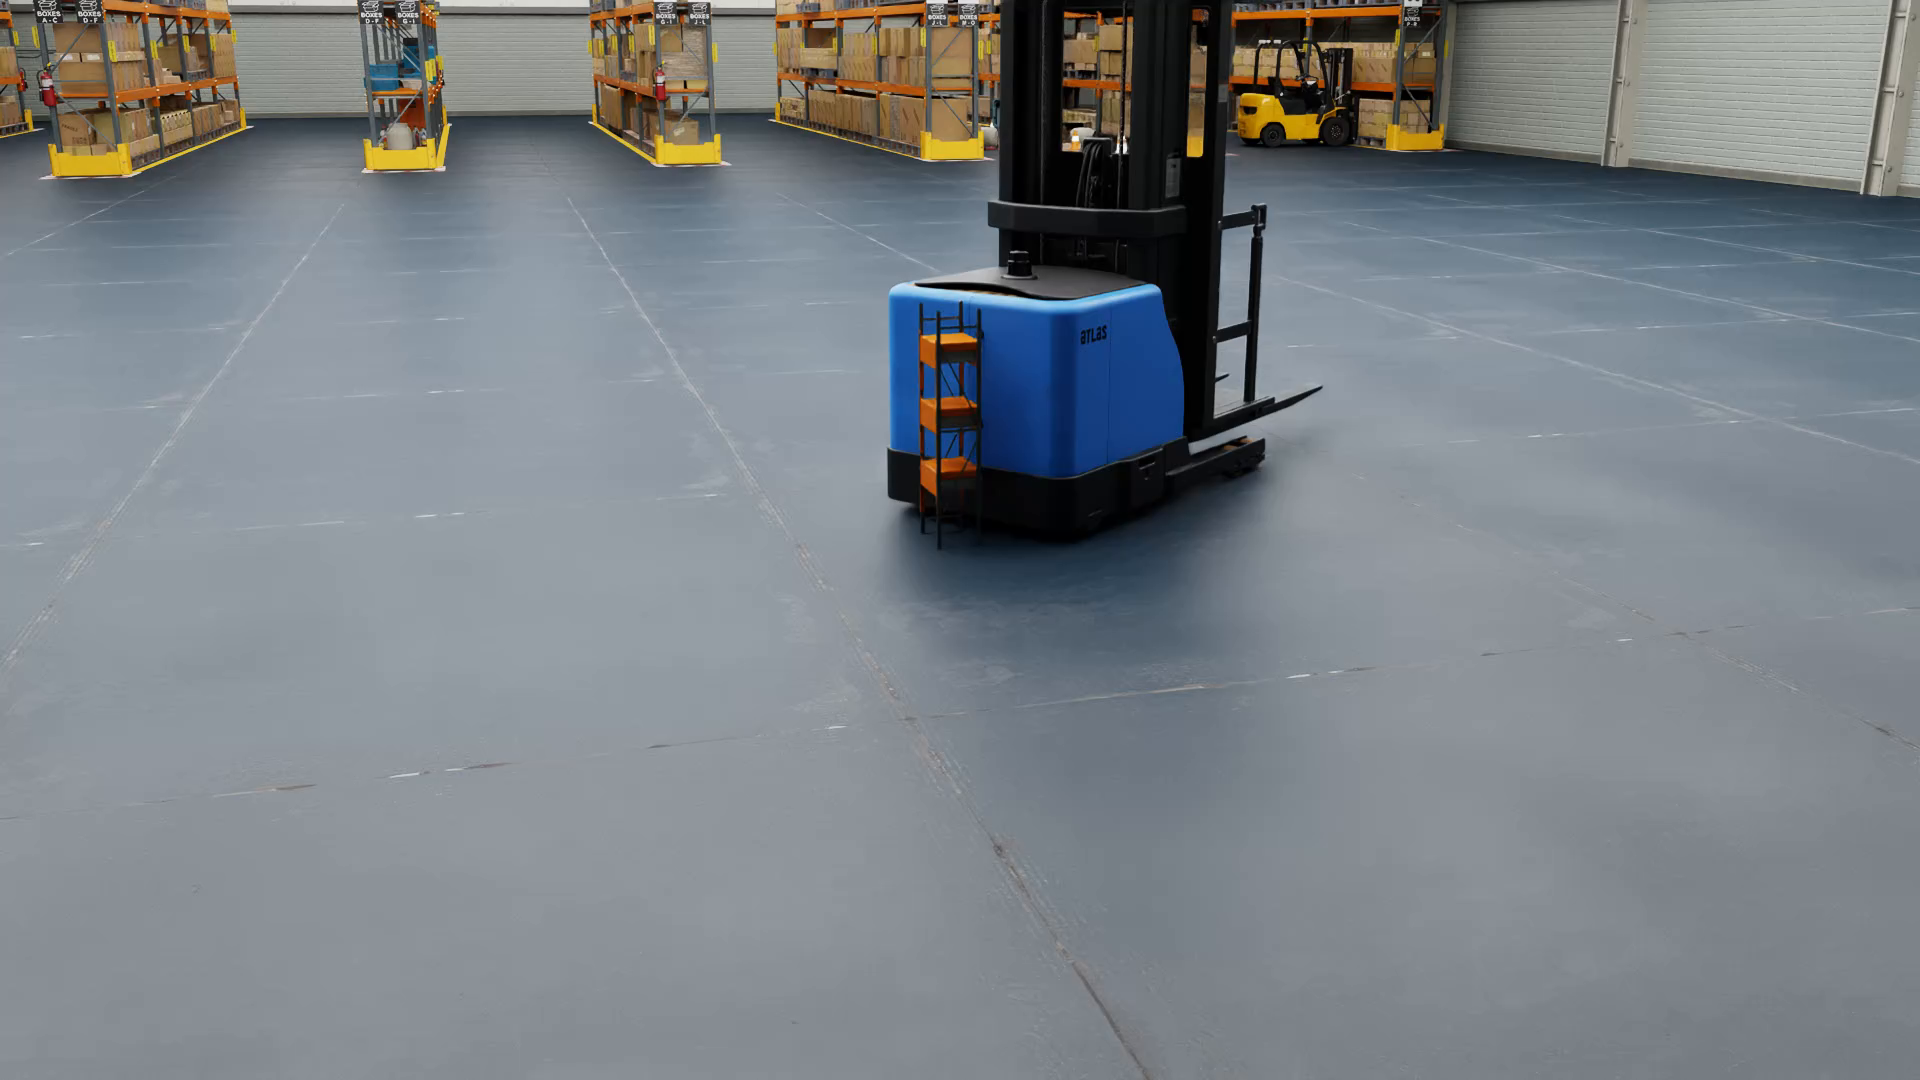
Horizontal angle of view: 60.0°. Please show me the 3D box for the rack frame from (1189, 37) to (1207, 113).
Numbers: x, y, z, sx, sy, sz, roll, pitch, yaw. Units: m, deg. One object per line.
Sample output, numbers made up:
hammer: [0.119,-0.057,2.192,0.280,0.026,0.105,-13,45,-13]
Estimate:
rack frame: [4.581,-9.105,32.551,1.000,3.000,0.127,-5,17,-15]

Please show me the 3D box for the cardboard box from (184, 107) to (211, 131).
cardboard box: [-16.953,-9.342,36.919,0.500,0.500,0.500,-5,18,-17]

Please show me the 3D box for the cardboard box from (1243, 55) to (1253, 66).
cardboard box: [7.178,-11.599,40.243,0.500,0.250,0.500,-4,17,-14]

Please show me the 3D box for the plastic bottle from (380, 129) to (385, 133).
plastic bottle: [-10.766,-7.502,31.051,0.144,0.351,0.185,-4,17,-13]

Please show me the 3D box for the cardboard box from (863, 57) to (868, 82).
cardboard box: [-1.789,-10.103,35.699,0.500,0.500,0.500,-5,17,-16]

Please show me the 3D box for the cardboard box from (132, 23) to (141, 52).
cardboard box: [-15.444,-9.193,30.414,0.700,0.500,0.500,-5,17,-15]

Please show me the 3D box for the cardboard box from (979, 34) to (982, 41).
cardboard box: [0.756,-13.201,44.274,0.500,0.500,0.500,-5,17,-16]

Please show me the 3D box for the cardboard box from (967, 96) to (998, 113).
cardboard box: [0.721,-12.078,46.171,0.875,0.438,0.875,-4,17,-14]

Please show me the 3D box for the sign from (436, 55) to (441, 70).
sign: [-12.478,-11.425,39.792,0.100,0.325,0.005,-5,17,-15]

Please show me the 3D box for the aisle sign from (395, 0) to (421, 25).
aisle sign: [-9.408,-9.179,28.276,0.394,0.787,0.004,-5,17,-15]

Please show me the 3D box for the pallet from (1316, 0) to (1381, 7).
pallet: [8.513,-11.766,36.347,1.003,0.211,1.213,-5,17,-15]

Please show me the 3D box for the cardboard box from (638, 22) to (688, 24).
cardboard box: [-6.130,-10.148,34.248,1.000,1.000,1.000,-5,17,-15]

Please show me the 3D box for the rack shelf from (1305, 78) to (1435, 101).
rack shelf: [8.803,-9.708,35.806,1.077,0.370,4.000,-5,17,-15]

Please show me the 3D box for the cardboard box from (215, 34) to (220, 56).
cardboard box: [-17.772,-11.681,39.213,0.500,0.500,0.500,-5,18,-17]

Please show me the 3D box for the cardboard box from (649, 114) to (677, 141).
cardboard box: [-5.975,-8.319,33.546,0.500,0.500,0.500,-5,18,-17]

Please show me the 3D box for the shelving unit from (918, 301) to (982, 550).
shelving unit: [-0.044,-0.503,7.301,0.215,1.050,0.252,-6,18,-18]

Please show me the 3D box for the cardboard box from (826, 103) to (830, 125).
cardboard box: [-2.920,-10.208,39.837,0.500,0.500,0.500,-4,17,-13]

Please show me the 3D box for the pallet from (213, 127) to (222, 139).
pallet: [-17.511,-9.301,38.051,1.003,0.211,1.213,-5,17,-15]

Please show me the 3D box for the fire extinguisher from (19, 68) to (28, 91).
fire extinguisher: [-23.230,-11.435,41.090,0.296,0.674,0.183,-5,17,-15]

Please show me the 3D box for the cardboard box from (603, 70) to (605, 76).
cardboard box: [-8.644,-11.579,41.223,0.380,0.149,0.250,-5,17,-15]

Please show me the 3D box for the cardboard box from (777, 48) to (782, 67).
cardboard box: [-4.690,-13.156,45.345,0.500,0.500,0.500,-4,17,-13]

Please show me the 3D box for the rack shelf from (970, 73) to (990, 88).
rack shelf: [0.734,-12.633,45.546,1.077,0.370,4.000,-5,17,-15]

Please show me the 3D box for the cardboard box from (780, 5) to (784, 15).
cardboard box: [-4.530,-14.186,44.512,0.500,0.250,0.500,-4,17,-13]

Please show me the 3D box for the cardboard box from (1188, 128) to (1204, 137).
cardboard box: [4.625,-8.235,33.702,0.500,0.250,0.500,-5,17,-16]

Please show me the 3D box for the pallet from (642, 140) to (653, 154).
pallet: [-5.828,-7.910,33.418,1.003,0.211,1.213,-5,17,-15]

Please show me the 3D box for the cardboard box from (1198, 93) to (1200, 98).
cardboard box: [6.419,-11.584,43.290,0.380,0.149,0.250,-5,17,-15]

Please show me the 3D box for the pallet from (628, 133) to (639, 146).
pallet: [-6.601,-8.646,35.869,1.003,0.211,1.213,-5,17,-15]

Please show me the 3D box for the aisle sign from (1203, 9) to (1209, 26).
aisle sign: [4.896,-10.358,32.201,0.394,0.787,0.004,-5,17,-15]

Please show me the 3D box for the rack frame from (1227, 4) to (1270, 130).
rack frame: [7.154,-11.712,41.227,1.000,3.000,0.127,-5,17,-15]

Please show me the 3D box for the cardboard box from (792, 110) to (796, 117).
cardboard box: [-4.273,-11.351,44.251,0.380,0.149,0.250,-5,17,-15]

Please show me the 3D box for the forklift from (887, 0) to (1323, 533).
forklift: [0.939,-1.799,8.346,1.130,2.935,3.031,12,21,35]

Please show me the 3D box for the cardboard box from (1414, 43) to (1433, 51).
cardboard box: [9.466,-10.110,34.076,0.380,0.149,0.250,-5,17,-16]

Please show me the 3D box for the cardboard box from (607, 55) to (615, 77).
cardboard box: [-8.220,-11.403,40.026,0.500,0.500,0.500,-5,17,-15]

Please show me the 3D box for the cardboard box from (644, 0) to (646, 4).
cardboard box: [-5.597,-10.080,30.843,0.500,0.250,0.500,-4,17,-14]

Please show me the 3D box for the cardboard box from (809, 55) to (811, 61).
cardboard box: [-3.490,-11.794,40.691,0.380,0.149,0.250,-4,17,-13]

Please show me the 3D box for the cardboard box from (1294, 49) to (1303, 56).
cardboard box: [7.858,-11.111,37.925,0.380,0.149,0.250,-5,17,-16]

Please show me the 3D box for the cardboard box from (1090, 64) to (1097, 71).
cardboard box: [3.075,-10.413,36.611,0.380,0.149,0.250,-4,17,-14]

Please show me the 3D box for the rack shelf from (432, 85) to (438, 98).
rack shelf: [-11.358,-9.245,34.267,1.077,0.370,4.000,-5,17,-15]

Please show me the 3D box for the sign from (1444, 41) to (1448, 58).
sign: [9.888,-9.994,33.865,0.100,0.325,0.005,-5,17,-15]

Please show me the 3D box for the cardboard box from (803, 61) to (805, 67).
cardboard box: [-3.701,-11.865,41.443,0.380,0.149,0.250,-4,17,-14]

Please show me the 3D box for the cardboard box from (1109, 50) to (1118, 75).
cardboard box: [3.495,-10.121,35.242,0.500,0.500,0.500,-5,17,-15]

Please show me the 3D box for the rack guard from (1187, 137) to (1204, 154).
rack guard: [4.560,-7.929,32.980,1.175,0.500,0.348,-5,17,-15]

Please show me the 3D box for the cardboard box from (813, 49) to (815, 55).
cardboard box: [-3.349,-11.794,40.174,0.380,0.149,0.250,-4,17,-14]

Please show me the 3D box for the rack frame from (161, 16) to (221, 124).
rack frame: [-17.771,-10.859,38.389,1.000,3.000,0.127,-5,17,-15]

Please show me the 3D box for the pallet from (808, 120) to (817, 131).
pallet: [-3.233,-10.455,41.890,1.003,0.211,1.213,-5,17,-15]

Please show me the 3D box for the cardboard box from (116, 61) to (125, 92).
cardboard box: [-14.869,-8.000,28.699,0.700,0.500,0.500,-5,17,-15]

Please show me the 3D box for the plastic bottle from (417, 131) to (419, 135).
plastic bottle: [-10.305,-7.634,31.608,0.061,0.283,0.133,-5,17,-15]

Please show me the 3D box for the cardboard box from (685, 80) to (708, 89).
cardboard box: [-4.796,-8.299,30.304,0.380,0.149,0.250,-5,17,-15]

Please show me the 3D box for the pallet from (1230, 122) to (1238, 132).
pallet: [7.343,-10.145,40.860,1.003,0.211,1.213,-5,17,-15]

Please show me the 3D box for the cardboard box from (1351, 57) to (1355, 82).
cardboard box: [8.541,-10.086,35.642,0.500,0.500,0.500,-5,17,-15]

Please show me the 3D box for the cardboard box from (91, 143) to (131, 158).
cardboard box: [-14.407,-6.590,28.226,0.500,0.250,0.500,-5,17,-15]
